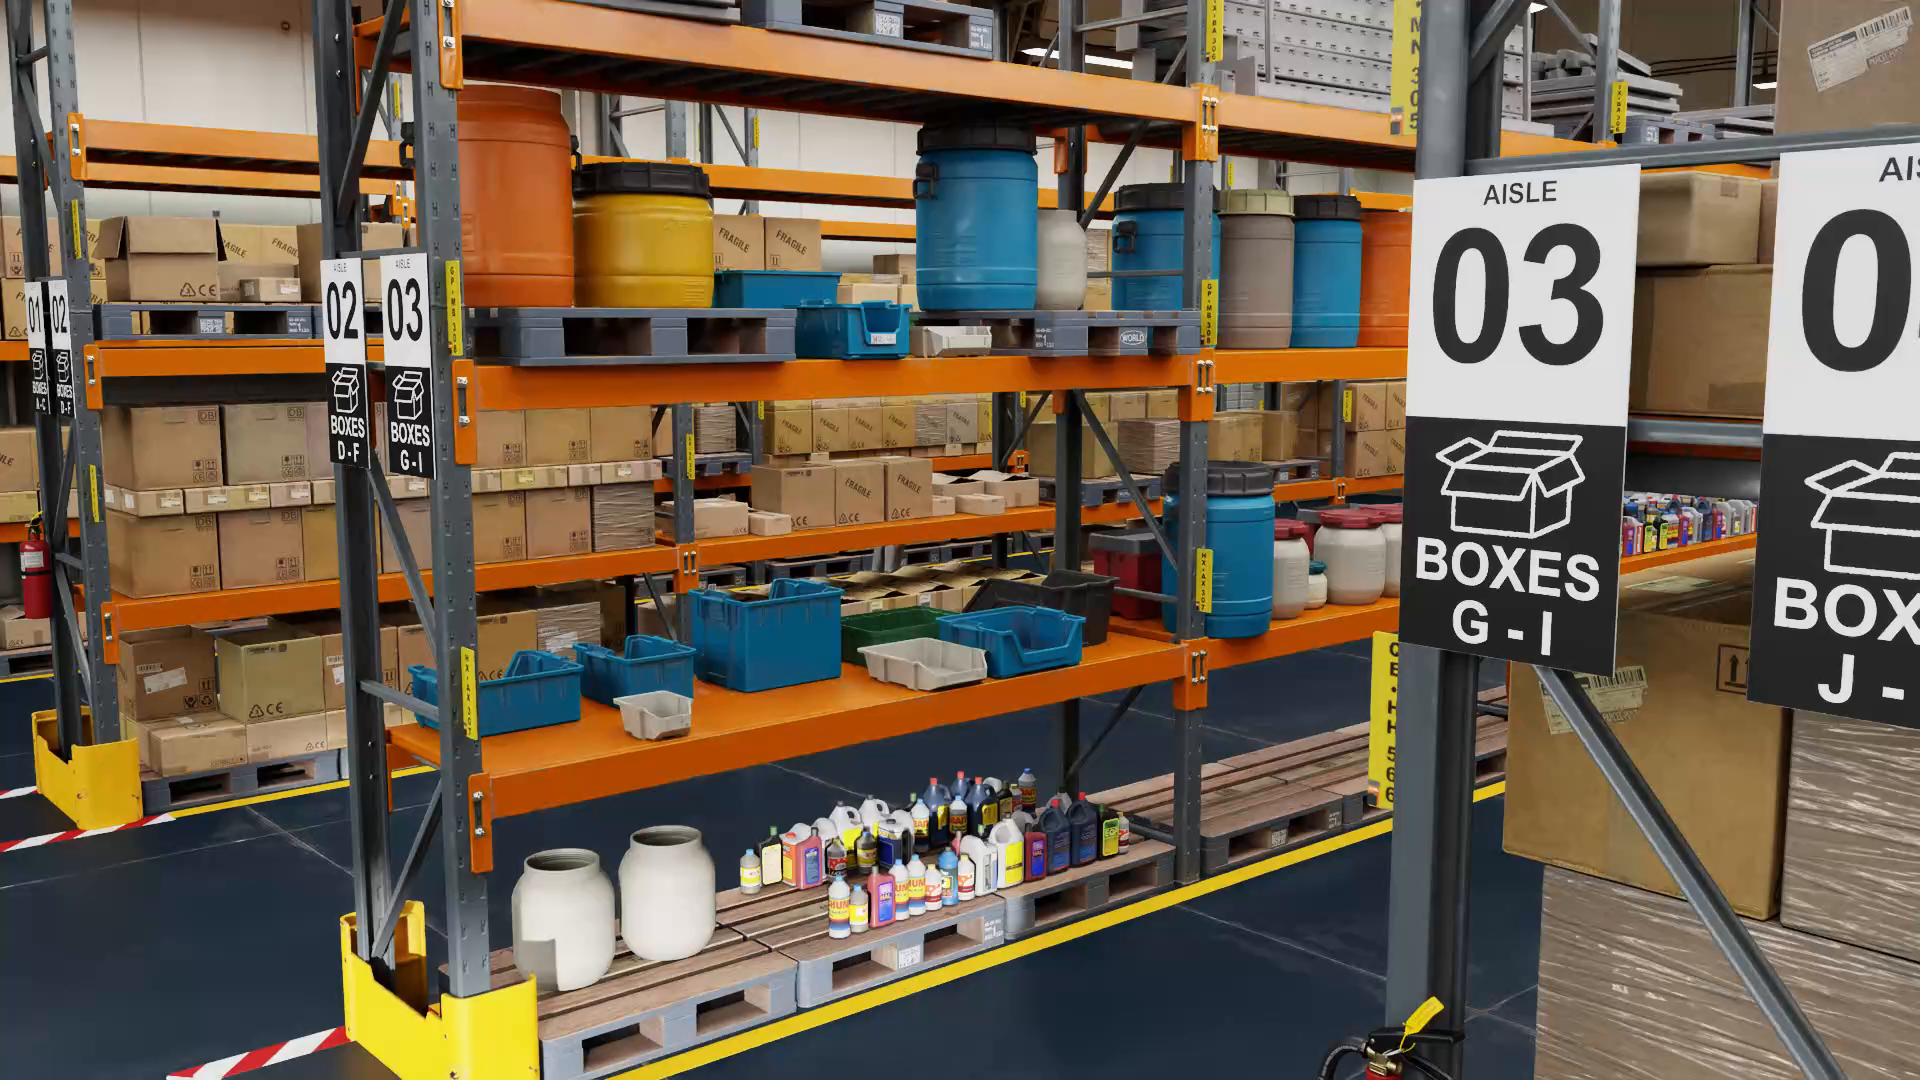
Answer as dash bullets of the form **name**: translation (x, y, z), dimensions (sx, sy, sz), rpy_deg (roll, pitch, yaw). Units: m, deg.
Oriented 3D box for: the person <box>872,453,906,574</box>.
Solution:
- **person**: translation (-0.725, -0.031, 16.526), dimensions (0.415, 1.672, 0.494), rpy_deg (-7, 10, -44)
